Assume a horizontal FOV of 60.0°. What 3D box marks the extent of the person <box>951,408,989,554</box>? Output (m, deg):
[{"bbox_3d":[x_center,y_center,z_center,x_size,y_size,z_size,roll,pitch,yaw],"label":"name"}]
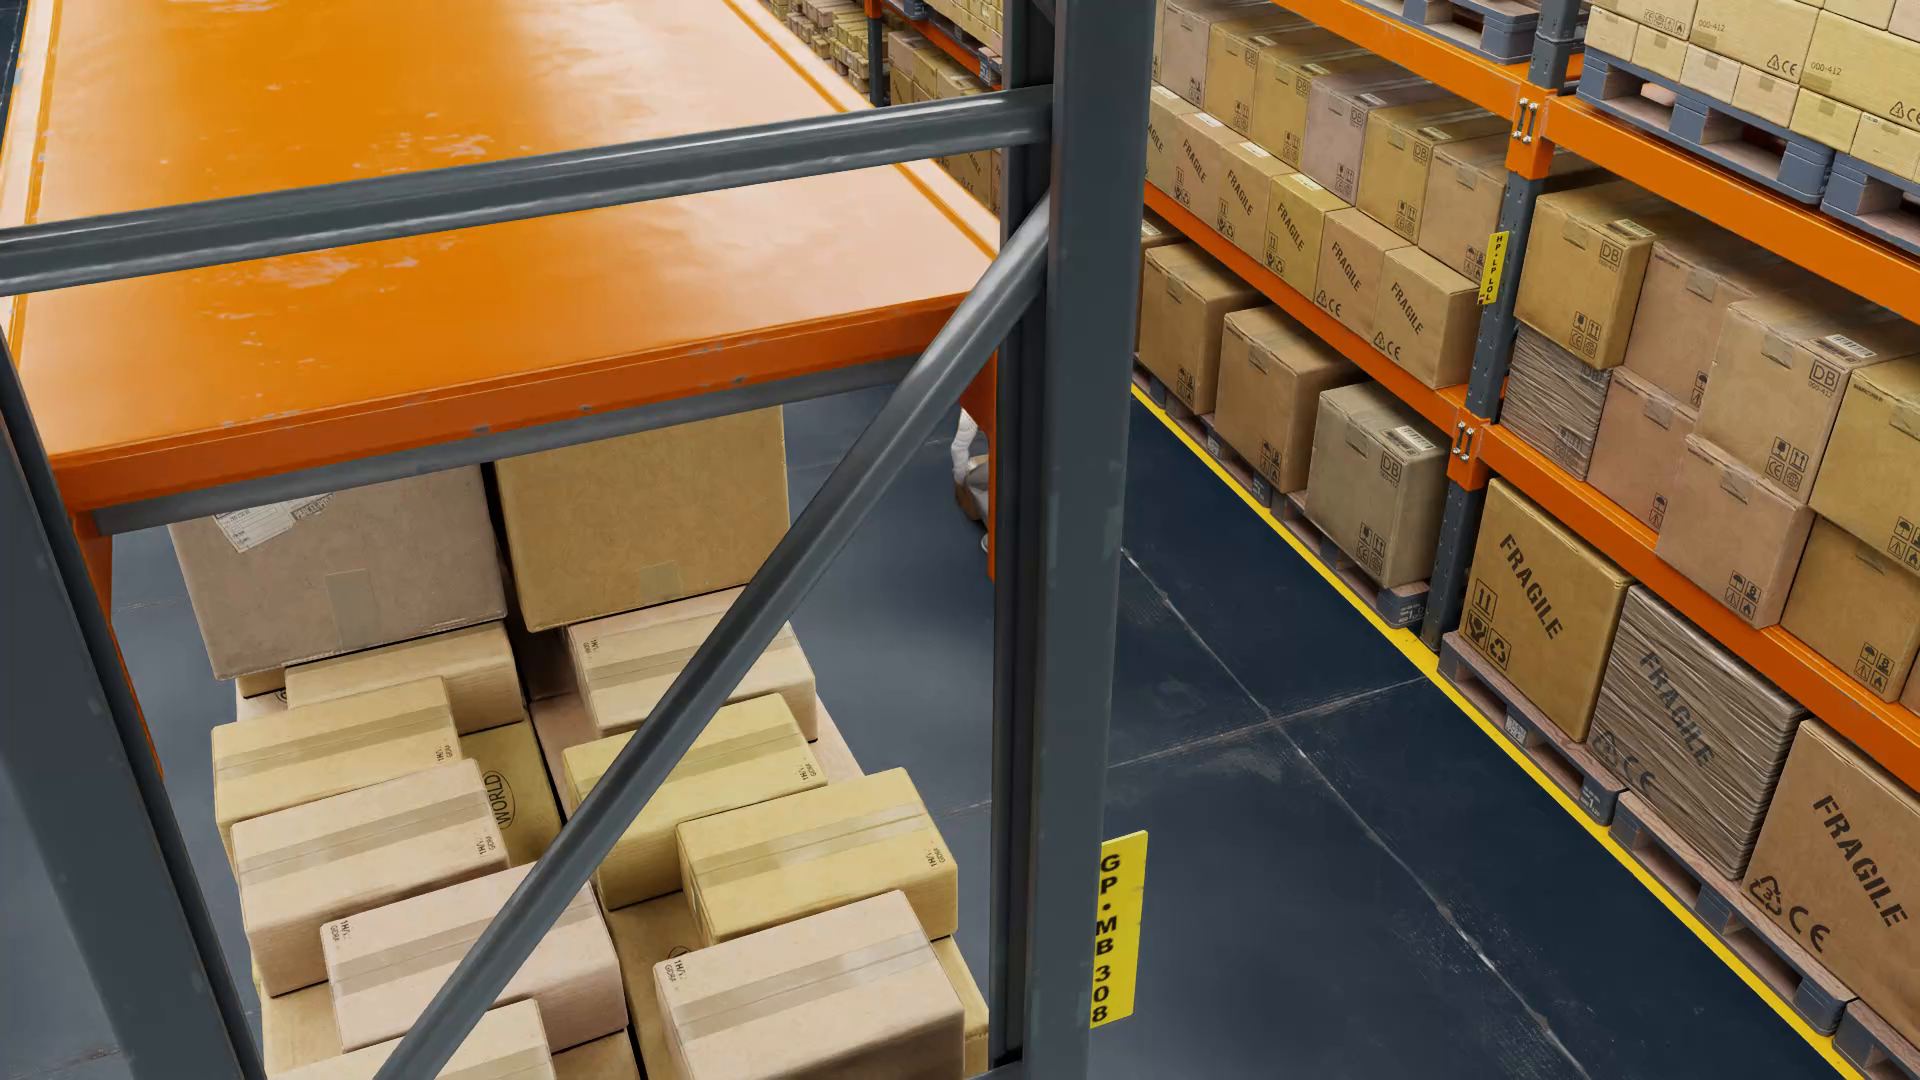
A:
[{"bbox_3d":[0.243,-0.445,8.727,0.505,1.075,0.826,-13,36,-19],"label":"person"}]
